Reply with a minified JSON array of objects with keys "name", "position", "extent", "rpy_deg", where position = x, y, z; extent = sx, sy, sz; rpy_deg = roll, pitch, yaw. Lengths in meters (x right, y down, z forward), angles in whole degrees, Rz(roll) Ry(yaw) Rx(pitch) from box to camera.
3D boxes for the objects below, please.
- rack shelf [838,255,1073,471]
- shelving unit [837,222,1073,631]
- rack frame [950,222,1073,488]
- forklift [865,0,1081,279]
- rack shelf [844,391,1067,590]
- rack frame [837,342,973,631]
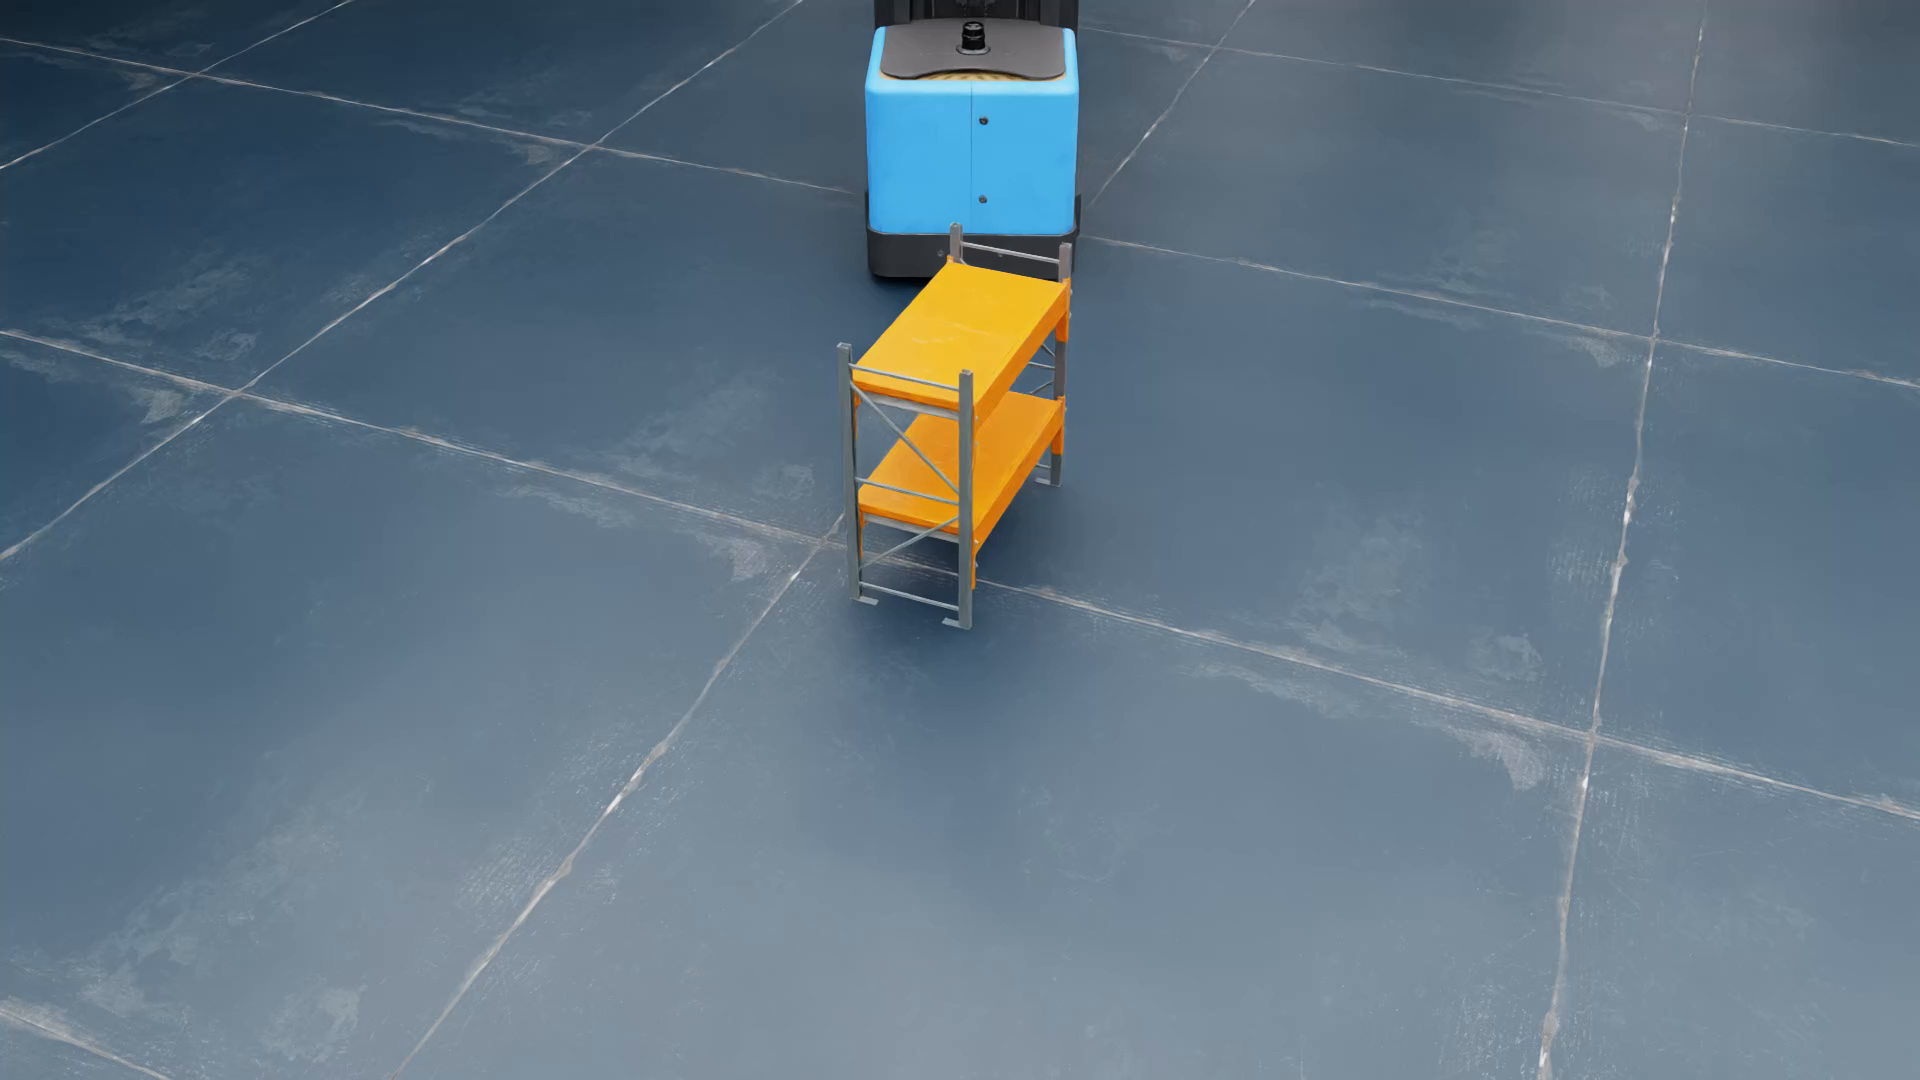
[{"name":"rack shelf","position":[0.003,-0.689,6.243],"extent":[0.538,0.278,1.000],"rpy_deg":[14,39,18]},{"name":"shelving unit","position":[0.003,-0.454,6.418],"extent":[0.538,1.125,1.048],"rpy_deg":[14,39,18]},{"name":"rack frame","position":[0.196,-0.736,6.795],"extent":[0.500,1.125,0.032],"rpy_deg":[14,39,18]},{"name":"forklift","position":[0.094,-3.347,8.779],"extent":[1.130,2.935,3.031],"rpy_deg":[1,37,1]},{"name":"rack shelf","position":[0.003,-0.258,6.565],"extent":[0.538,0.278,1.000],"rpy_deg":[14,39,18]},{"name":"rack frame","position":[-0.191,-0.173,6.042],"extent":[0.500,1.125,0.032],"rpy_deg":[14,39,18]}]
